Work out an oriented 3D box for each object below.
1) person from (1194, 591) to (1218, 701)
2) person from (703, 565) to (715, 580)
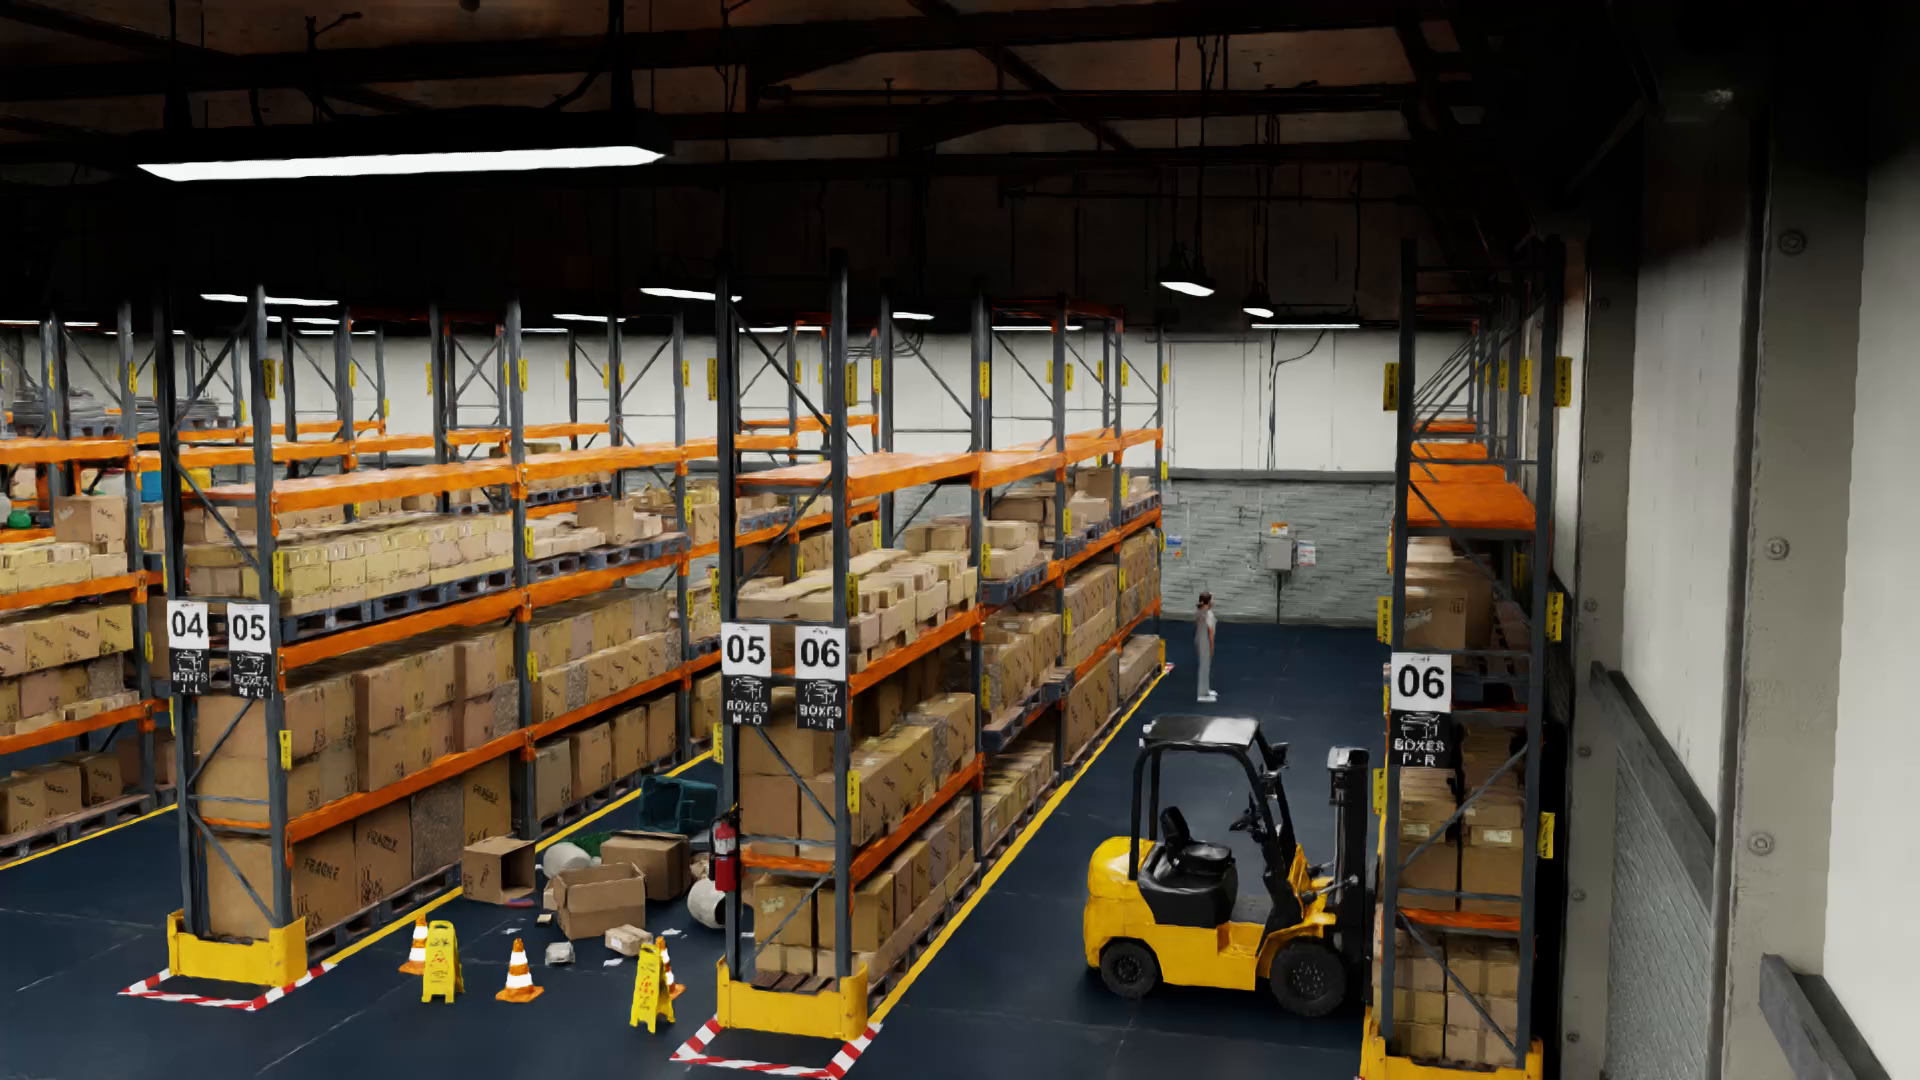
[{"bbox_3d":[3.809,1.615,25.597,0.440,1.675,0.496,-2,6,-16],"label":"person"},{"bbox_3d":[-4.399,1.220,29.651,0.598,1.591,0.507,1,6,13],"label":"person"}]
